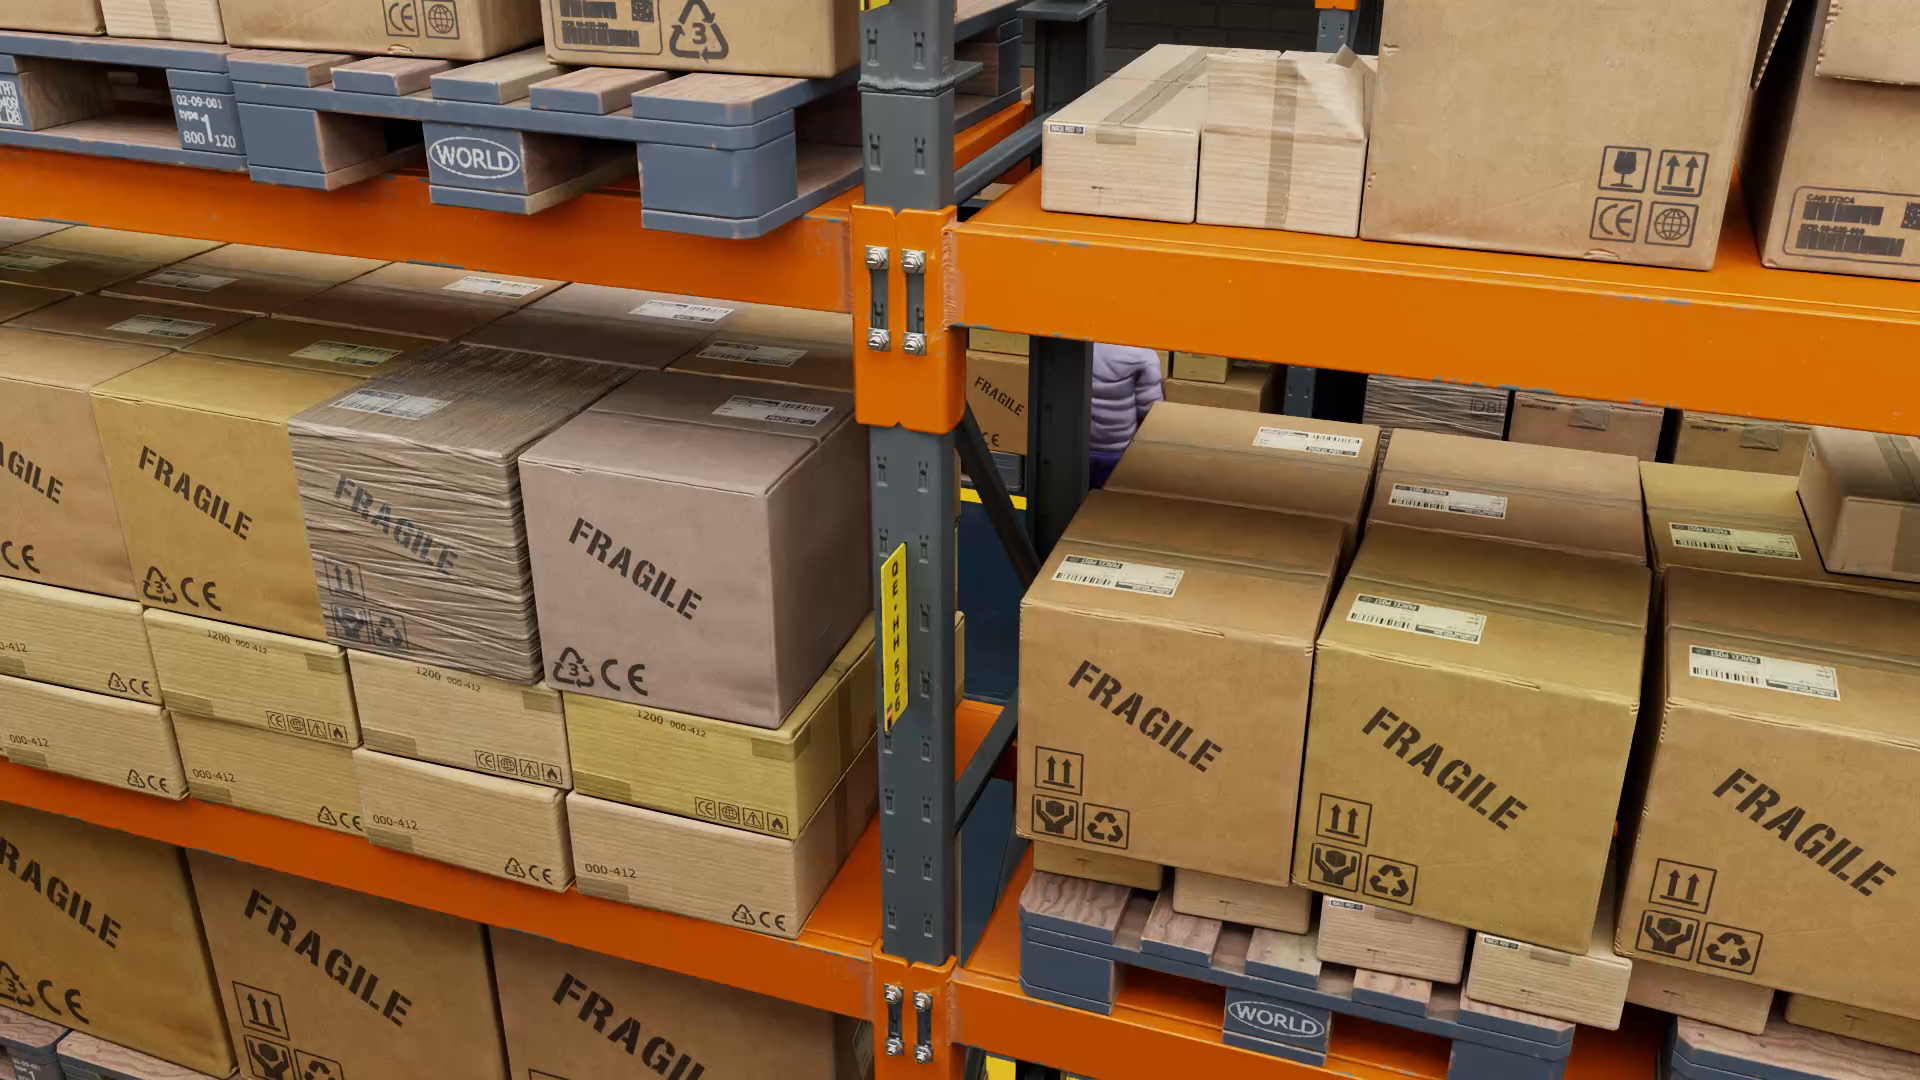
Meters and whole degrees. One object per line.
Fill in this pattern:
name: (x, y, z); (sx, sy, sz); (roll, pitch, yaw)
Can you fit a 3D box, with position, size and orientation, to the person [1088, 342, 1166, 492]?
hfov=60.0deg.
person: (0.576, -0.245, 6.640); (0.539, 1.638, 0.370); (9, 27, 18)
